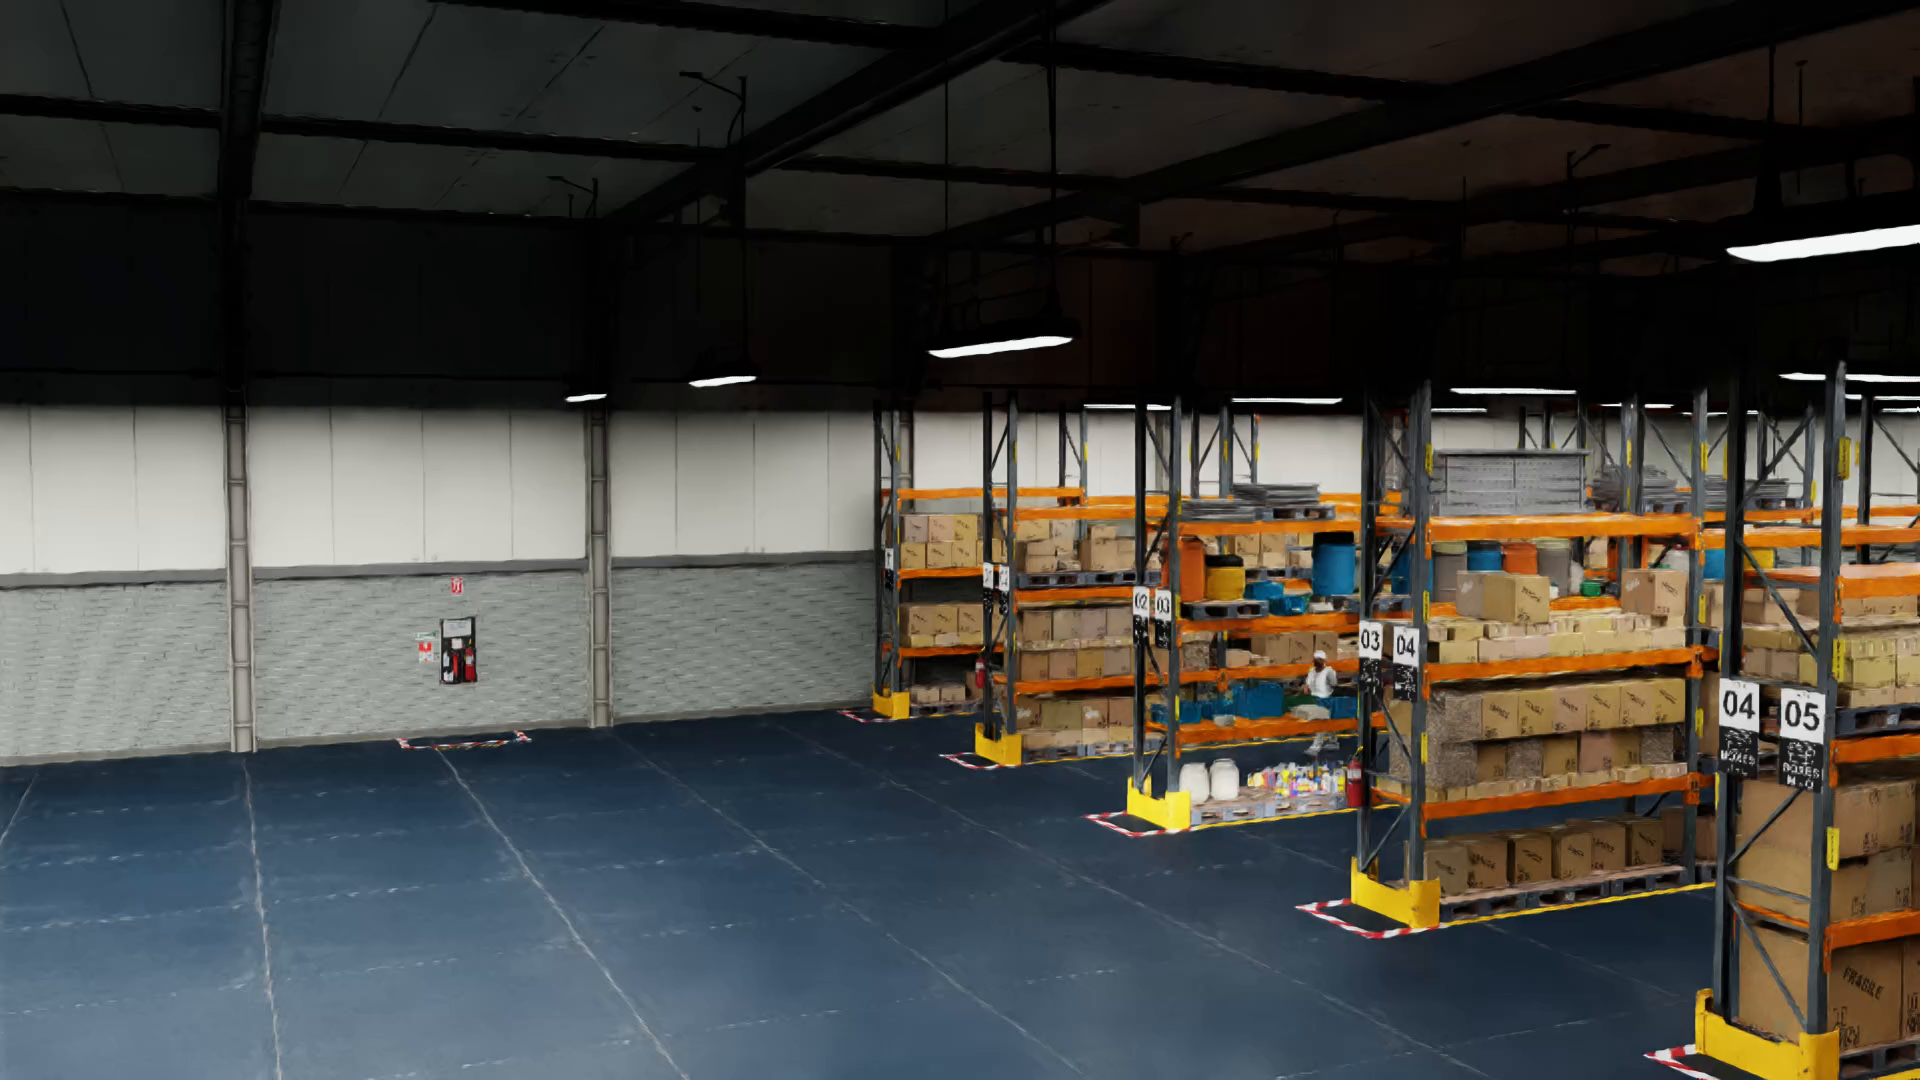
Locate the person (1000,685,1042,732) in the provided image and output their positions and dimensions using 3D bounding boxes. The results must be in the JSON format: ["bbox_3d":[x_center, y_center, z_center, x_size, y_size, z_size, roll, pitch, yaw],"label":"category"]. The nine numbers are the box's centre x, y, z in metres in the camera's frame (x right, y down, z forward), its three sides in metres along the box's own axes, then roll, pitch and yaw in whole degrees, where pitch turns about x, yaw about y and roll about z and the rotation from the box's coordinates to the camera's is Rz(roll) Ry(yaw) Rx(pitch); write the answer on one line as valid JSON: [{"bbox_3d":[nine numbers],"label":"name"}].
[{"bbox_3d":[1.073,2.573,29.514,1.105,1.715,0.562,-2,4,-33],"label":"person"}]

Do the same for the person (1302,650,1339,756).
[{"bbox_3d":[5.970,2.684,27.623,1.031,1.724,0.553,-2,4,-33],"label":"person"}]
